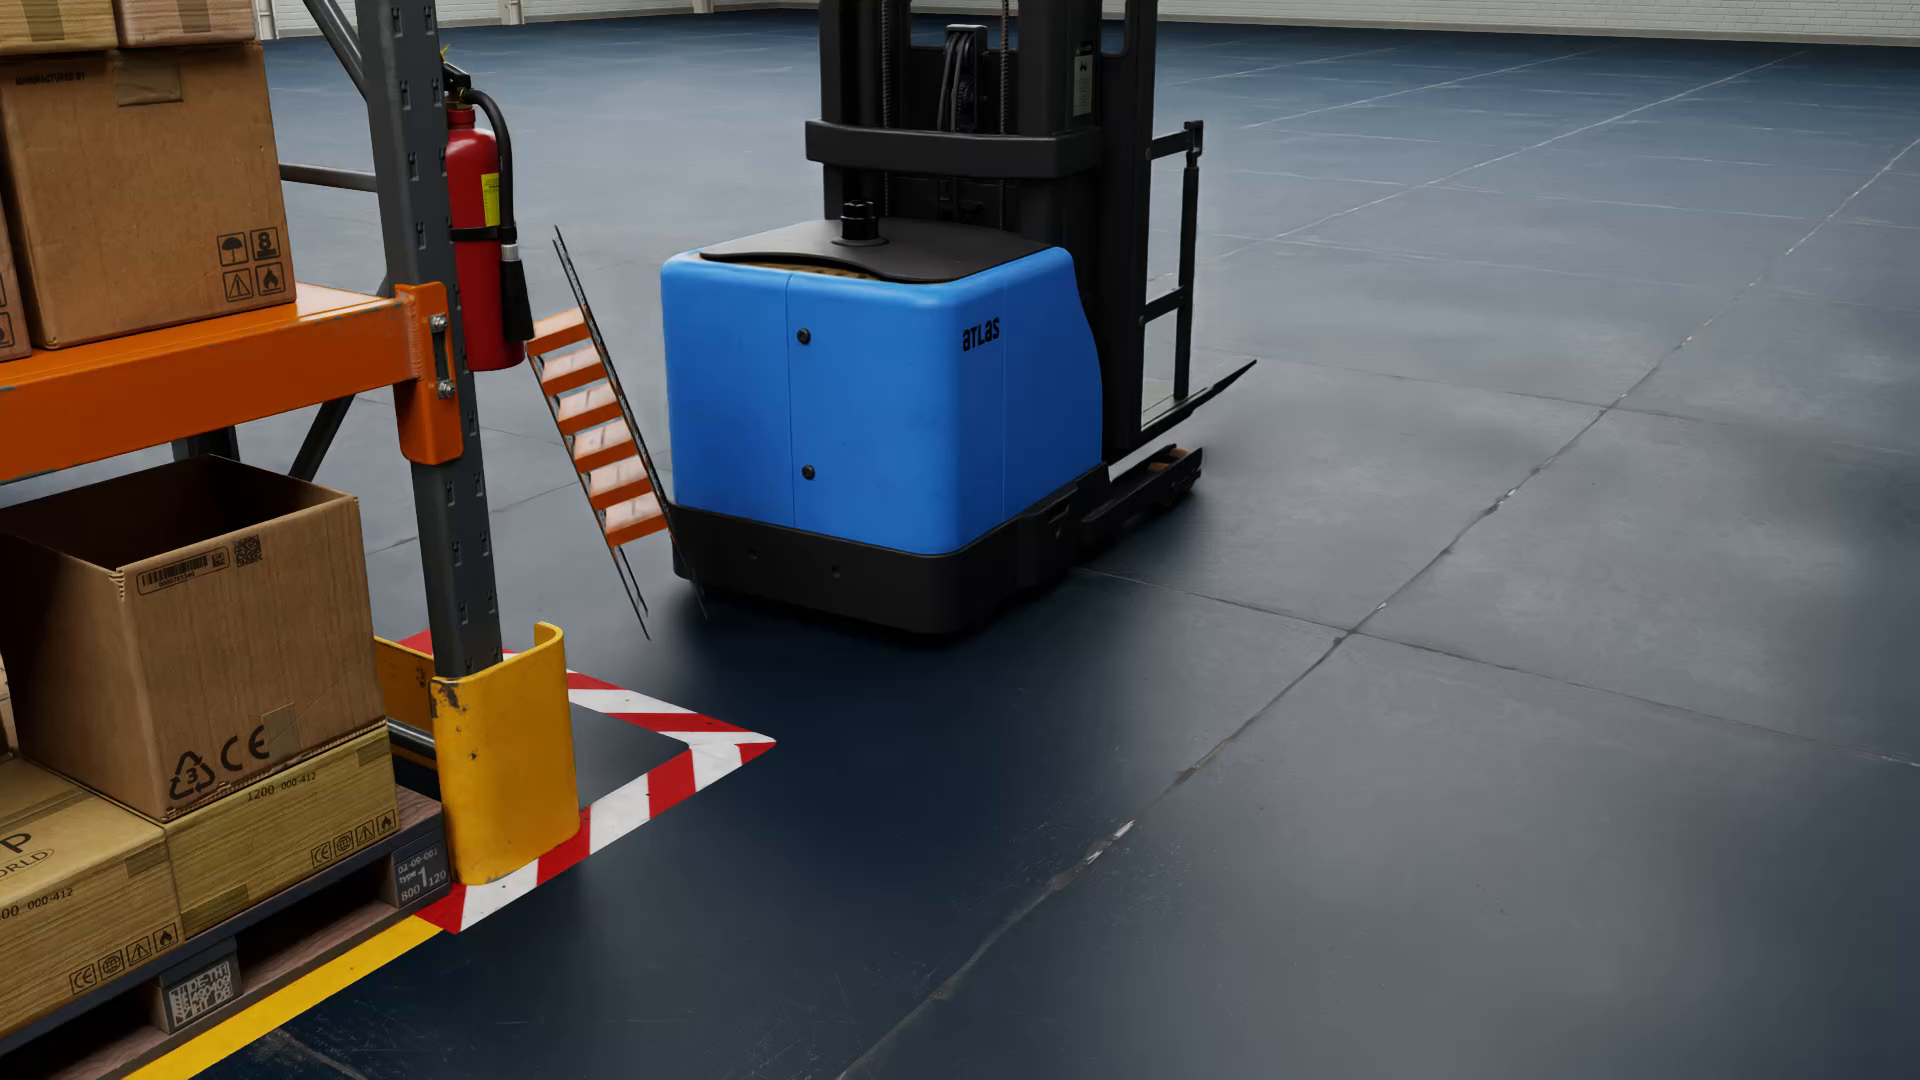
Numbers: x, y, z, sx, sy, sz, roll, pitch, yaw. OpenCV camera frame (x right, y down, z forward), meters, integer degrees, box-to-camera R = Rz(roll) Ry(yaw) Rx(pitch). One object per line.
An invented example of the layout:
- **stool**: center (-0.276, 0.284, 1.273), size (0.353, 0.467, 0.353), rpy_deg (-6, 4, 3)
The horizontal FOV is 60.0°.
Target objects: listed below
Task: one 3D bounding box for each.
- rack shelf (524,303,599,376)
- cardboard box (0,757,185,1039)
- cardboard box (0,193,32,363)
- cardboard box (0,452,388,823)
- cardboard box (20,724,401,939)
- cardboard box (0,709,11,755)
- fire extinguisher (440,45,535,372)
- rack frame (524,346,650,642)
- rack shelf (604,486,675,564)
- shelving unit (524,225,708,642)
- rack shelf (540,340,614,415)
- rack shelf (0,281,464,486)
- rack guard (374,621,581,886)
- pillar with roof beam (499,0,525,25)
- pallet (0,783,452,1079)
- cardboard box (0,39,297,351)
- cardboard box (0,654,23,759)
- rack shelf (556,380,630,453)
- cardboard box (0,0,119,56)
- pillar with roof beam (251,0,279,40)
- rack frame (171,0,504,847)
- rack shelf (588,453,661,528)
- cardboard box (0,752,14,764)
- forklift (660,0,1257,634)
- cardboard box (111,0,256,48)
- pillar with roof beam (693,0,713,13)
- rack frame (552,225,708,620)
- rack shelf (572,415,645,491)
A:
- **rack shelf**: center (-1.127, -0.573, 4.708), size (0.180, 0.103, 0.258), rpy_deg (-20, 23, -4)
- **cardboard box**: center (-1.792, 0.663, 3.007), size (0.500, 0.250, 0.500), rpy_deg (13, 24, 32)
- **cardboard box**: center (-2.028, -0.551, 2.786), size (0.700, 0.500, 0.500), rpy_deg (14, 24, 33)
- **cardboard box**: center (-1.519, 0.166, 3.270), size (0.500, 0.500, 0.500), rpy_deg (13, 24, 32)
- **cardboard box**: center (-1.521, 0.517, 3.401), size (0.500, 0.250, 0.500), rpy_deg (13, 24, 32)
- **cardboard box**: center (-2.228, 0.208, 3.155), size (0.500, 0.500, 0.500), rpy_deg (13, 24, 32)
- **fire extinguisher**: center (-1.013, -0.694, 3.429), size (0.296, 0.674, 0.183), rpy_deg (13, 24, 32)
- **rack frame**: center (-1.122, -0.265, 4.823), size (0.006, 1.200, 0.240), rpy_deg (-20, 23, -4)
- **rack shelf**: center (-0.954, -0.047, 4.939), size (0.180, 0.103, 0.258), rpy_deg (-20, 23, -4)
- **shelving unit**: center (-1.036, -0.297, 4.830), size (0.189, 1.200, 0.258), rpy_deg (-20, 23, -4)
- **rack shelf**: center (-1.092, -0.468, 4.754), size (0.180, 0.103, 0.258), rpy_deg (-20, 23, -4)
- **rack shelf**: center (-2.588, 0.124, 2.142), size (1.077, 0.370, 4.000), rpy_deg (13, 24, 32)
- **rack guard**: center (-1.450, 0.379, 4.021), size (1.175, 0.500, 0.348), rpy_deg (13, 24, 32)
- **pillar with roof beam**: center (-6.043, -14.456, 31.874), size (9.100, 9.000, 0.400), rpy_deg (13, 24, 32)
- **pallet**: center (-1.859, 0.748, 3.437), size (1.003, 0.211, 1.213), rpy_deg (13, 24, 32)
- **cardboard box**: center (-1.737, -0.702, 3.196), size (0.700, 0.500, 0.500), rpy_deg (13, 24, 32)
- **cardboard box**: center (-1.949, 0.416, 3.674), size (0.500, 0.250, 0.500), rpy_deg (13, 24, 32)
- **rack shelf**: center (-1.058, -0.363, 4.801), size (0.180, 0.103, 0.258), rpy_deg (-20, 23, -4)
- **cardboard box**: center (-1.667, -0.916, 2.838), size (0.380, 0.149, 0.250), rpy_deg (14, 24, 33)
- **pillar with roof beam**: center (-9.415, -12.734, 27.220), size (9.100, 9.000, 0.400), rpy_deg (13, 24, 32)
- **rack frame**: center (-1.464, -0.787, 3.569), size (1.000, 3.000, 0.127), rpy_deg (13, 24, 32)
- **rack shelf**: center (-0.988, -0.152, 4.893), size (0.180, 0.103, 0.258), rpy_deg (-20, 23, -4)
- **cardboard box**: center (-2.227, 0.560, 3.284), size (0.500, 0.250, 0.500), rpy_deg (13, 24, 32)
- **forklift**: center (0.256, -1.567, 5.777), size (1.130, 2.935, 3.031), rpy_deg (11, 23, 28)
- **cardboard box**: center (-1.521, -0.991, 3.042), size (0.380, 0.149, 0.250), rpy_deg (13, 24, 31)
- **pillar with roof beam**: center (-2.670, -16.177, 36.528), size (9.100, 9.000, 0.400), rpy_deg (13, 24, 32)
- **rack frame**: center (-0.950, -0.328, 4.836), size (0.006, 1.200, 0.240), rpy_deg (-20, 23, -4)
- **rack shelf**: center (-1.023, -0.258, 4.847), size (0.180, 0.103, 0.258), rpy_deg (-20, 23, -4)
